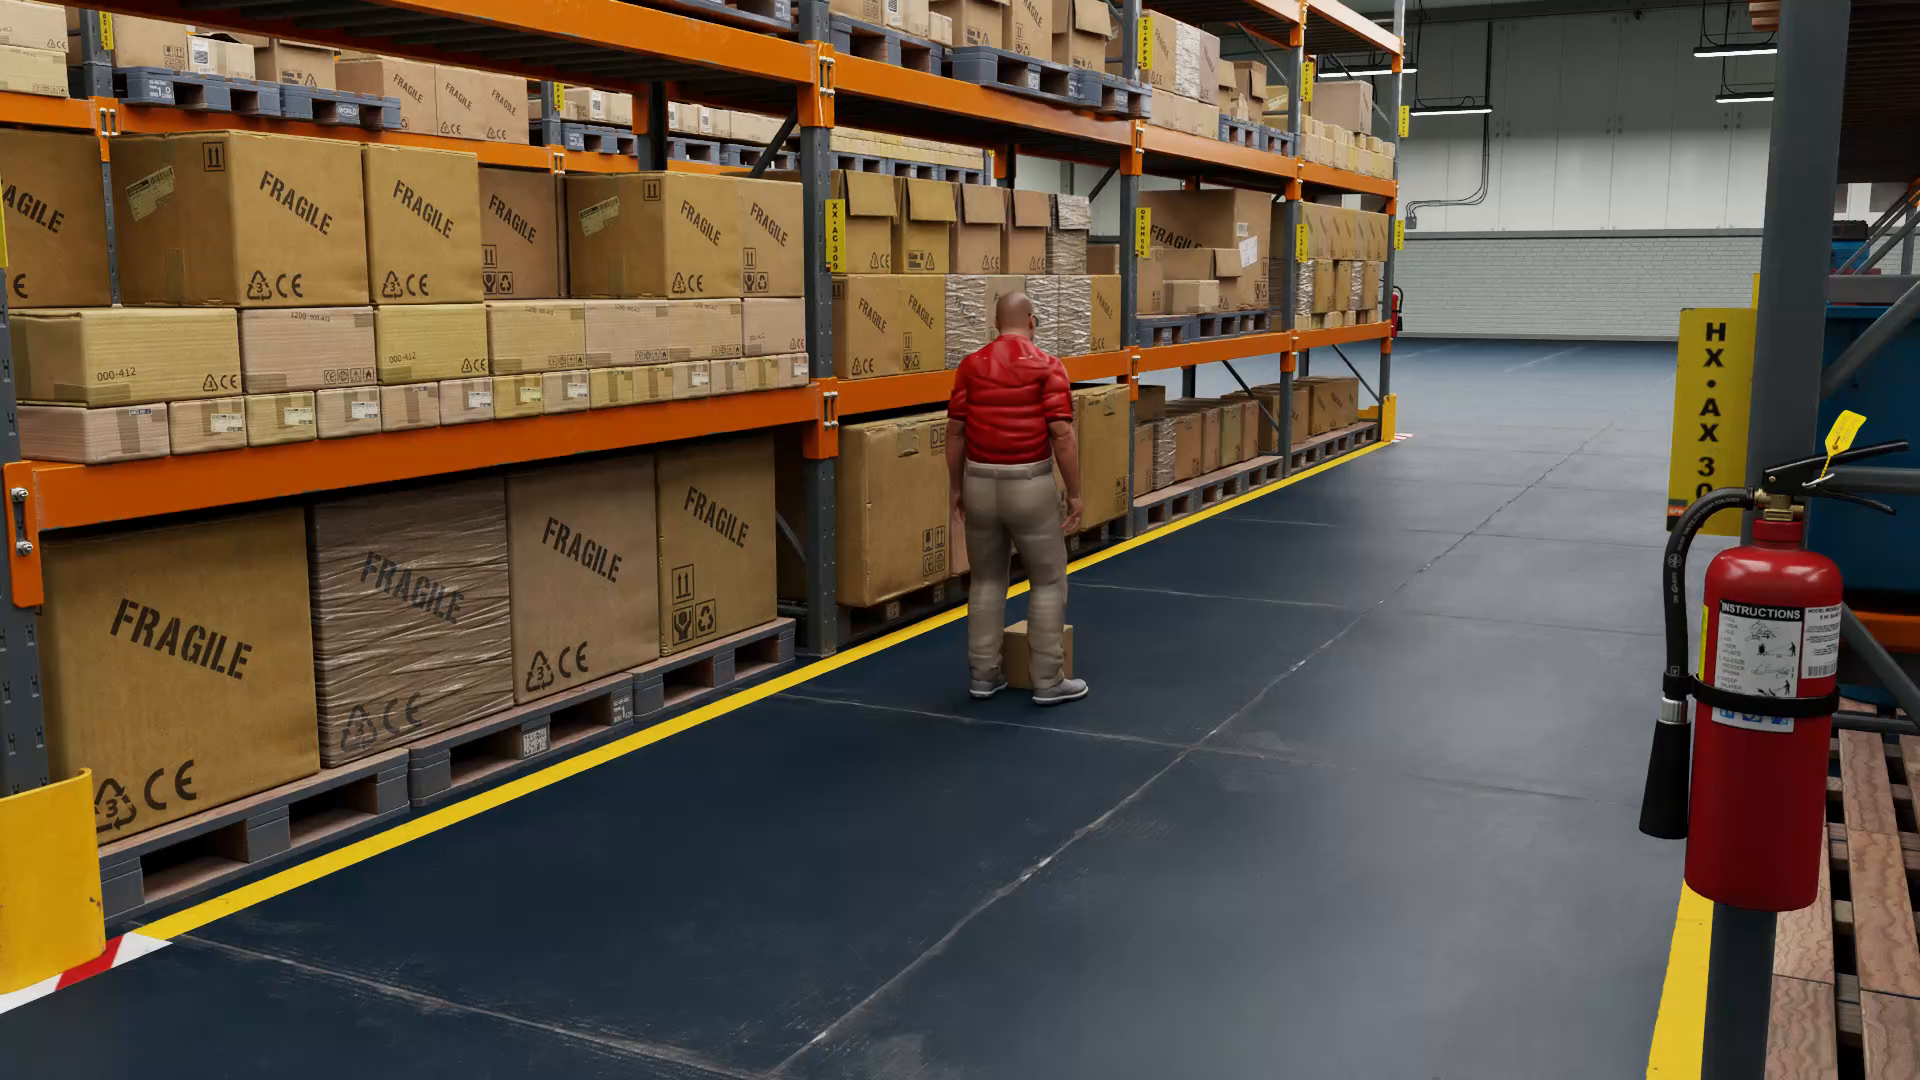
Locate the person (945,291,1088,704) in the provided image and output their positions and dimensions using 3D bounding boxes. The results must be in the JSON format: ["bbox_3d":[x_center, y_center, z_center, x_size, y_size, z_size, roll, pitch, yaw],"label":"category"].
[{"bbox_3d":[0.228,-0.181,7.051,0.595,1.727,0.385,4,10,25],"label":"person"}]
